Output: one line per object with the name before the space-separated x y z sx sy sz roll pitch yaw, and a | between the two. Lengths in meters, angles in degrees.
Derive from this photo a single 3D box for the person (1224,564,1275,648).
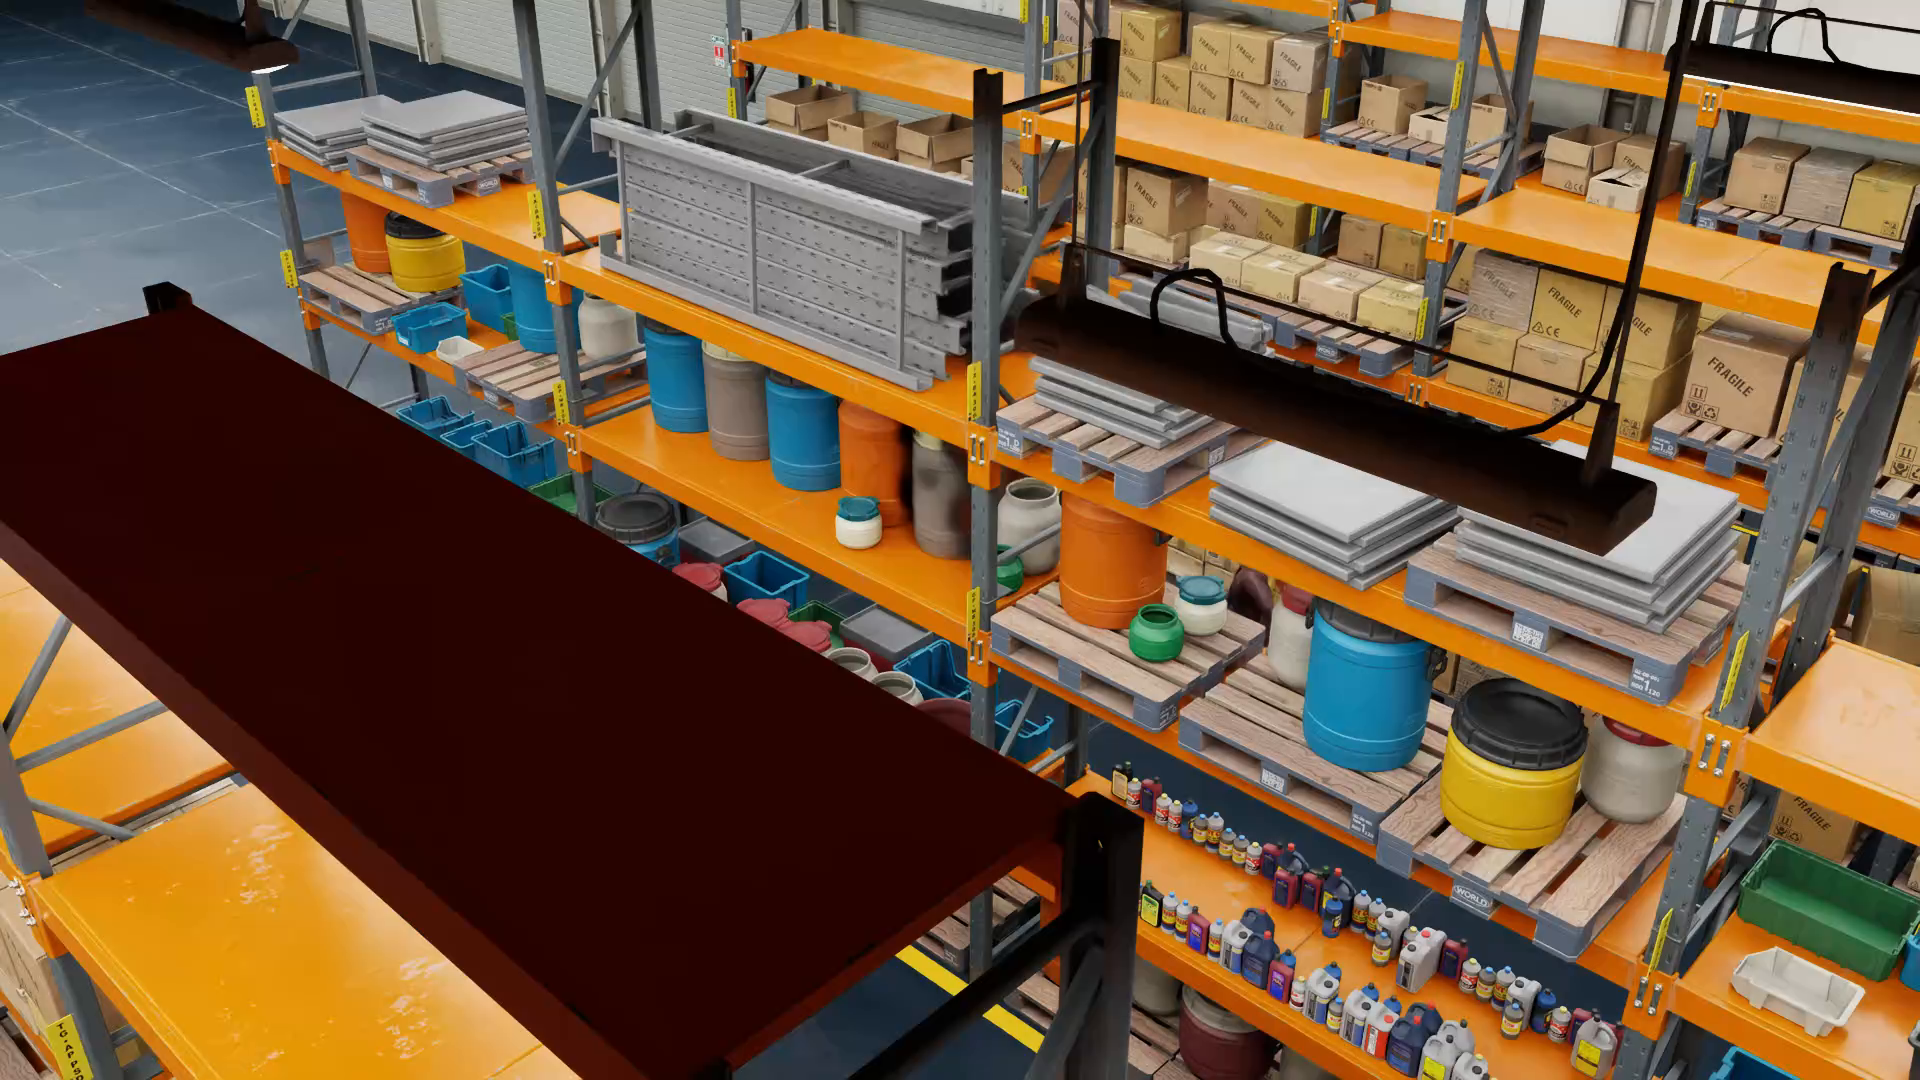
person | 2.302 0.742 13.170 0.913 1.681 0.683 10 31 18

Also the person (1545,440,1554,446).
person | 5.322 -0.124 14.755 0.806 1.679 0.698 15 33 24
